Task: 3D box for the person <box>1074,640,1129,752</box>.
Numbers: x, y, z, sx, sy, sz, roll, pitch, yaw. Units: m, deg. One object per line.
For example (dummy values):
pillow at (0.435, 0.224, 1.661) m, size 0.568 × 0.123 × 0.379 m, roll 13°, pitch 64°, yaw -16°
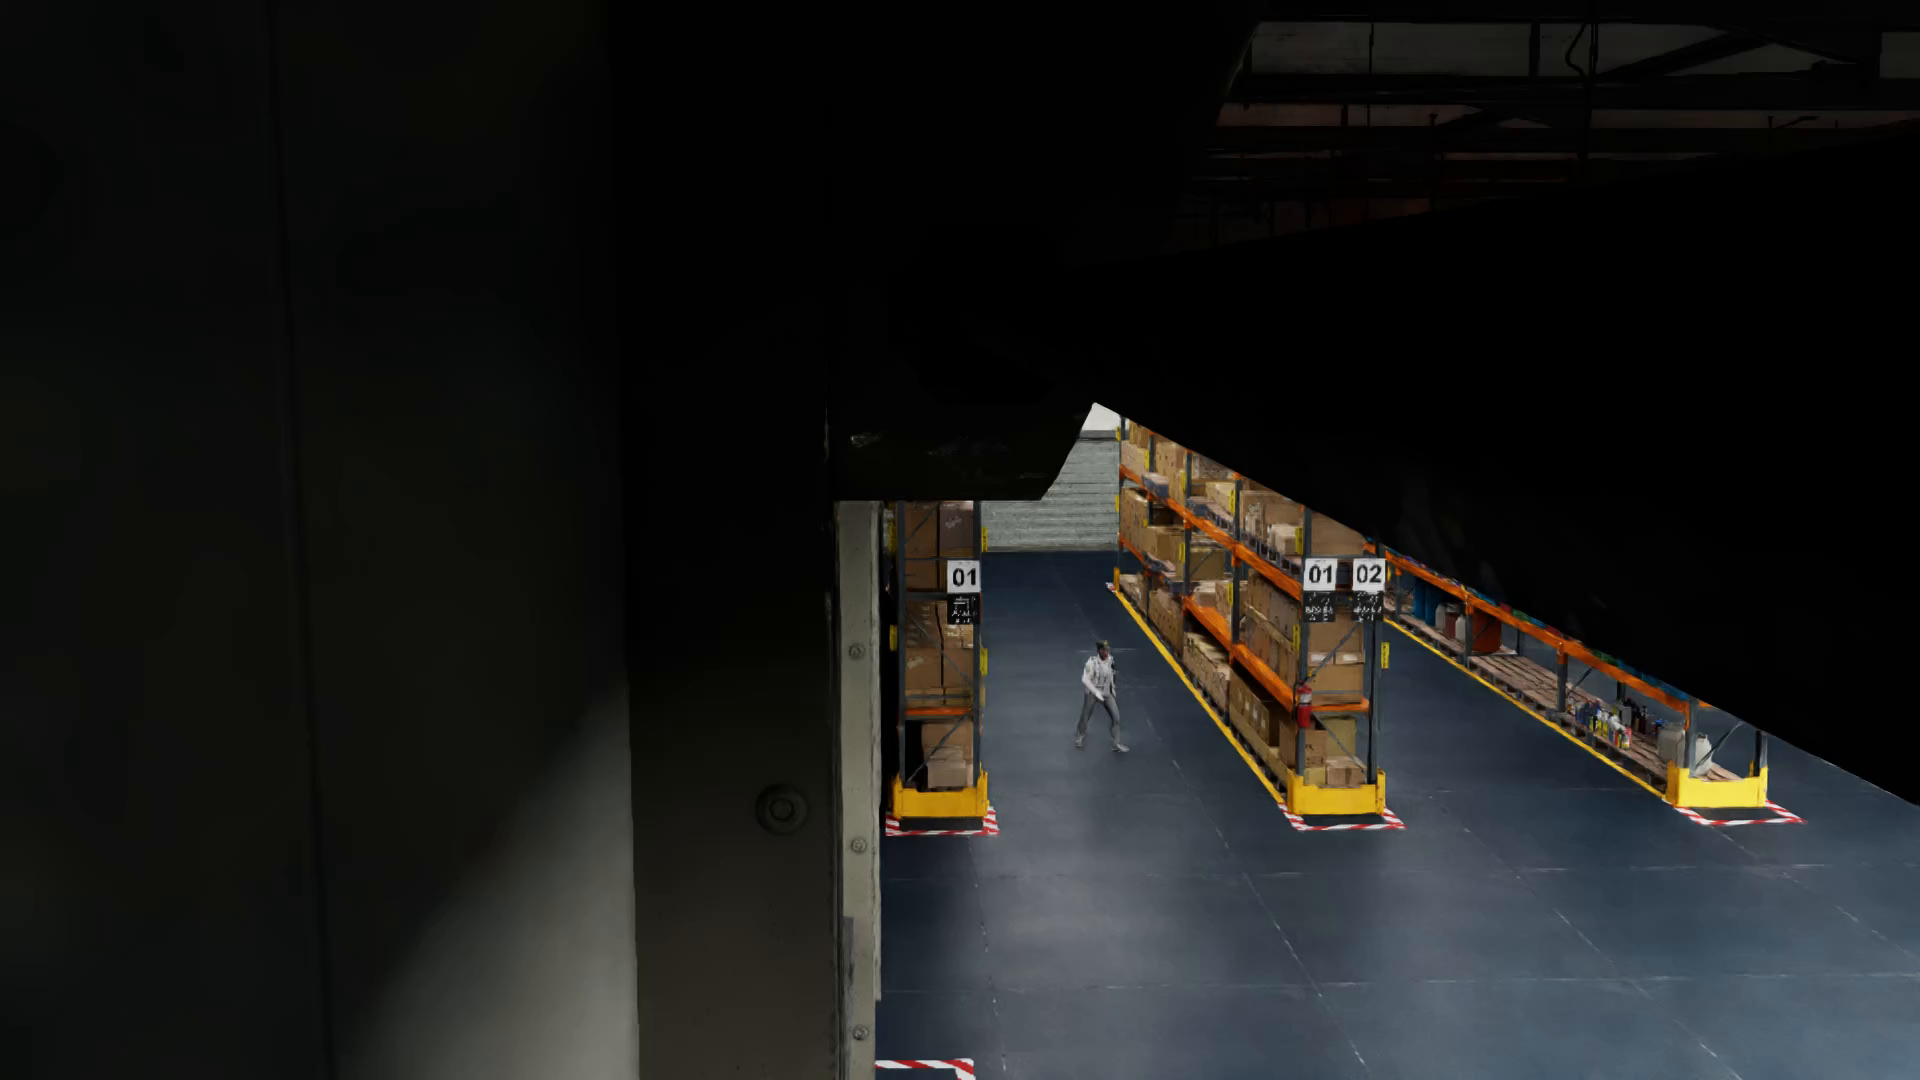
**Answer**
person at (1.963, 2.158, 23.472) m, size 0.630 × 1.608 × 0.811 m, roll -3°, pitch 9°, yaw -19°
